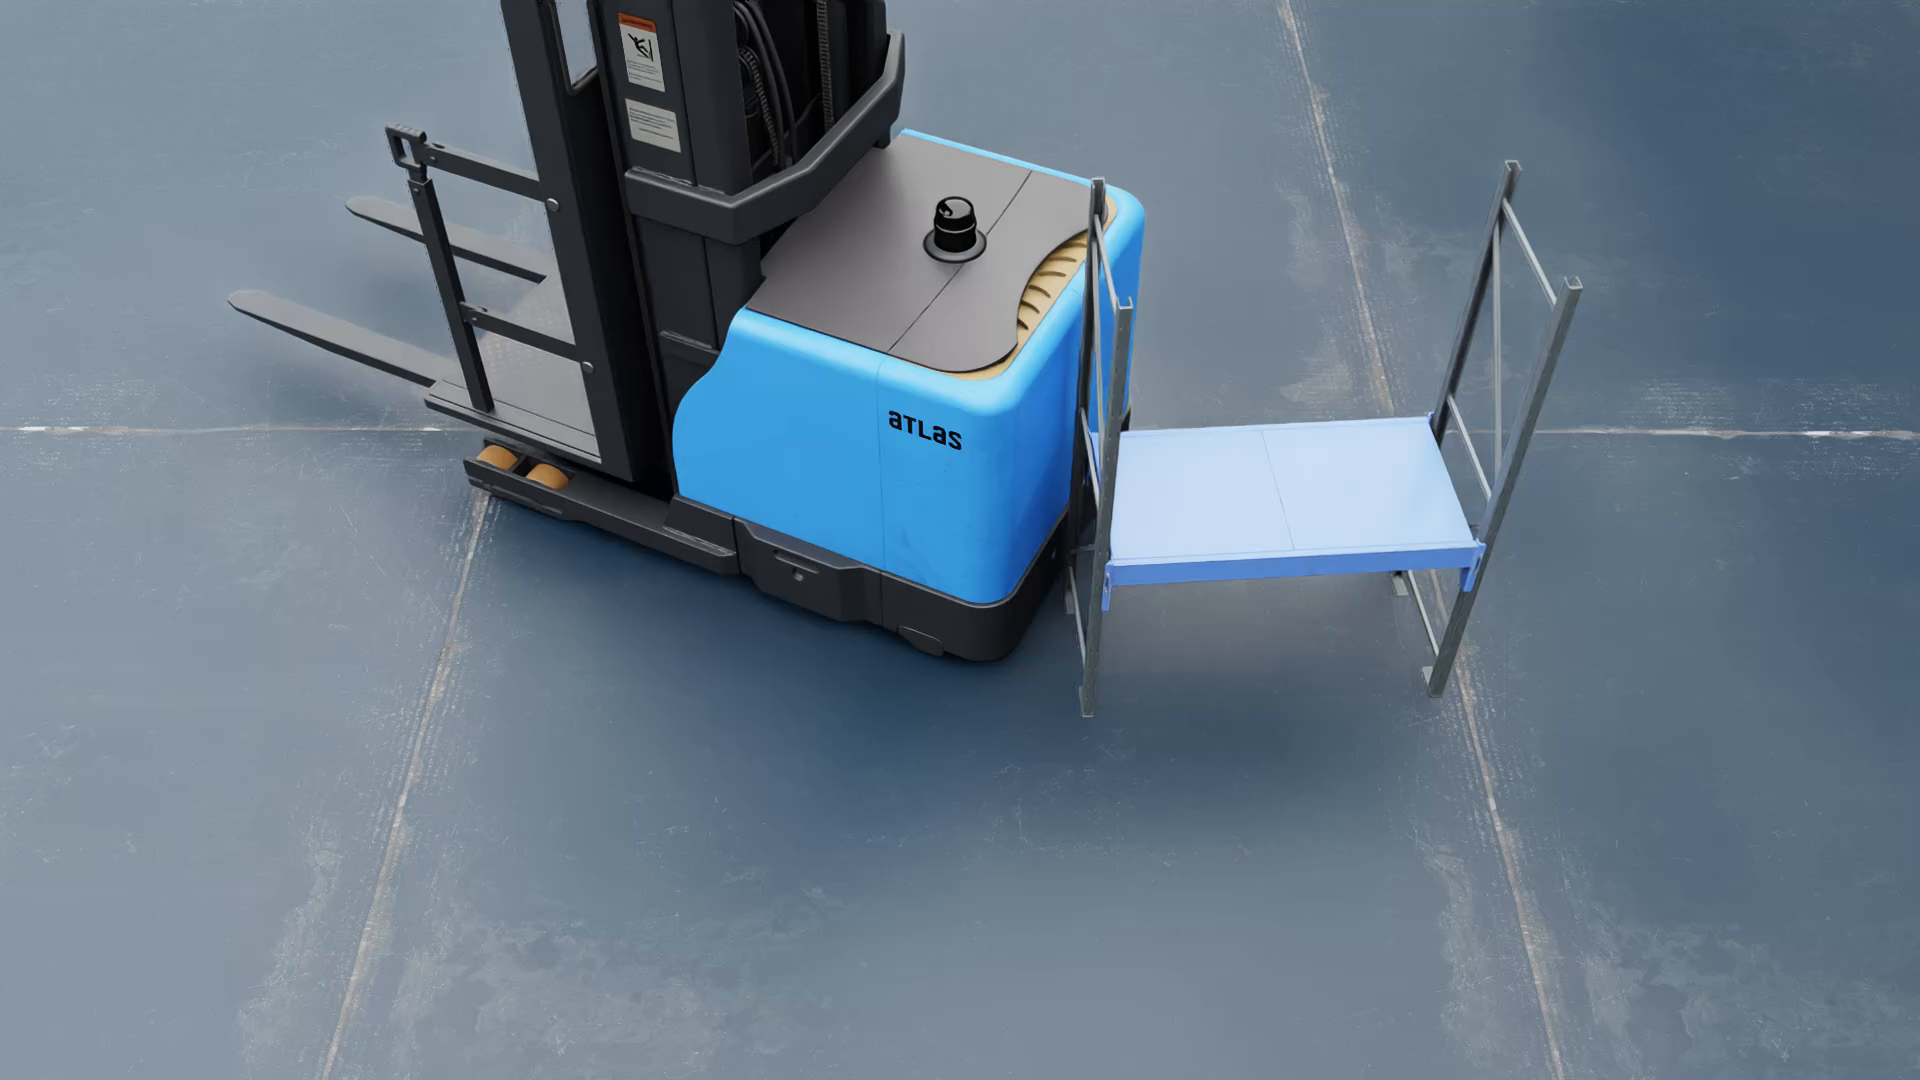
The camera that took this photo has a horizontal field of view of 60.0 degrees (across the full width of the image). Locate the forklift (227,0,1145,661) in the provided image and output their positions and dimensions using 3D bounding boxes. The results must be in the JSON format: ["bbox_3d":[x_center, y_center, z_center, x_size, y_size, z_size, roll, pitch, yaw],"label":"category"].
[{"bbox_3d":[-1.016,-1.403,4.554,3.031,2.935,1.130,20,50,17],"label":"forklift"}]

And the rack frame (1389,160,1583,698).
[{"bbox_3d":[1.364,-0.235,4.444,0.032,1.500,0.500,-3,47,-3],"label":"rack frame"}]

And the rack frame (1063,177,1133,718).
[{"bbox_3d":[0.350,-0.183,4.395,0.032,1.500,0.500,-3,47,-3],"label":"rack frame"}]

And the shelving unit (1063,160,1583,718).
[{"bbox_3d":[0.857,-0.209,4.420,1.048,1.500,0.538,-3,47,-3],"label":"shelving unit"}]

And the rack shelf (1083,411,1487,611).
[{"bbox_3d":[0.857,-0.086,4.551,1.000,0.185,0.538,-3,47,-3],"label":"rack shelf"}]
